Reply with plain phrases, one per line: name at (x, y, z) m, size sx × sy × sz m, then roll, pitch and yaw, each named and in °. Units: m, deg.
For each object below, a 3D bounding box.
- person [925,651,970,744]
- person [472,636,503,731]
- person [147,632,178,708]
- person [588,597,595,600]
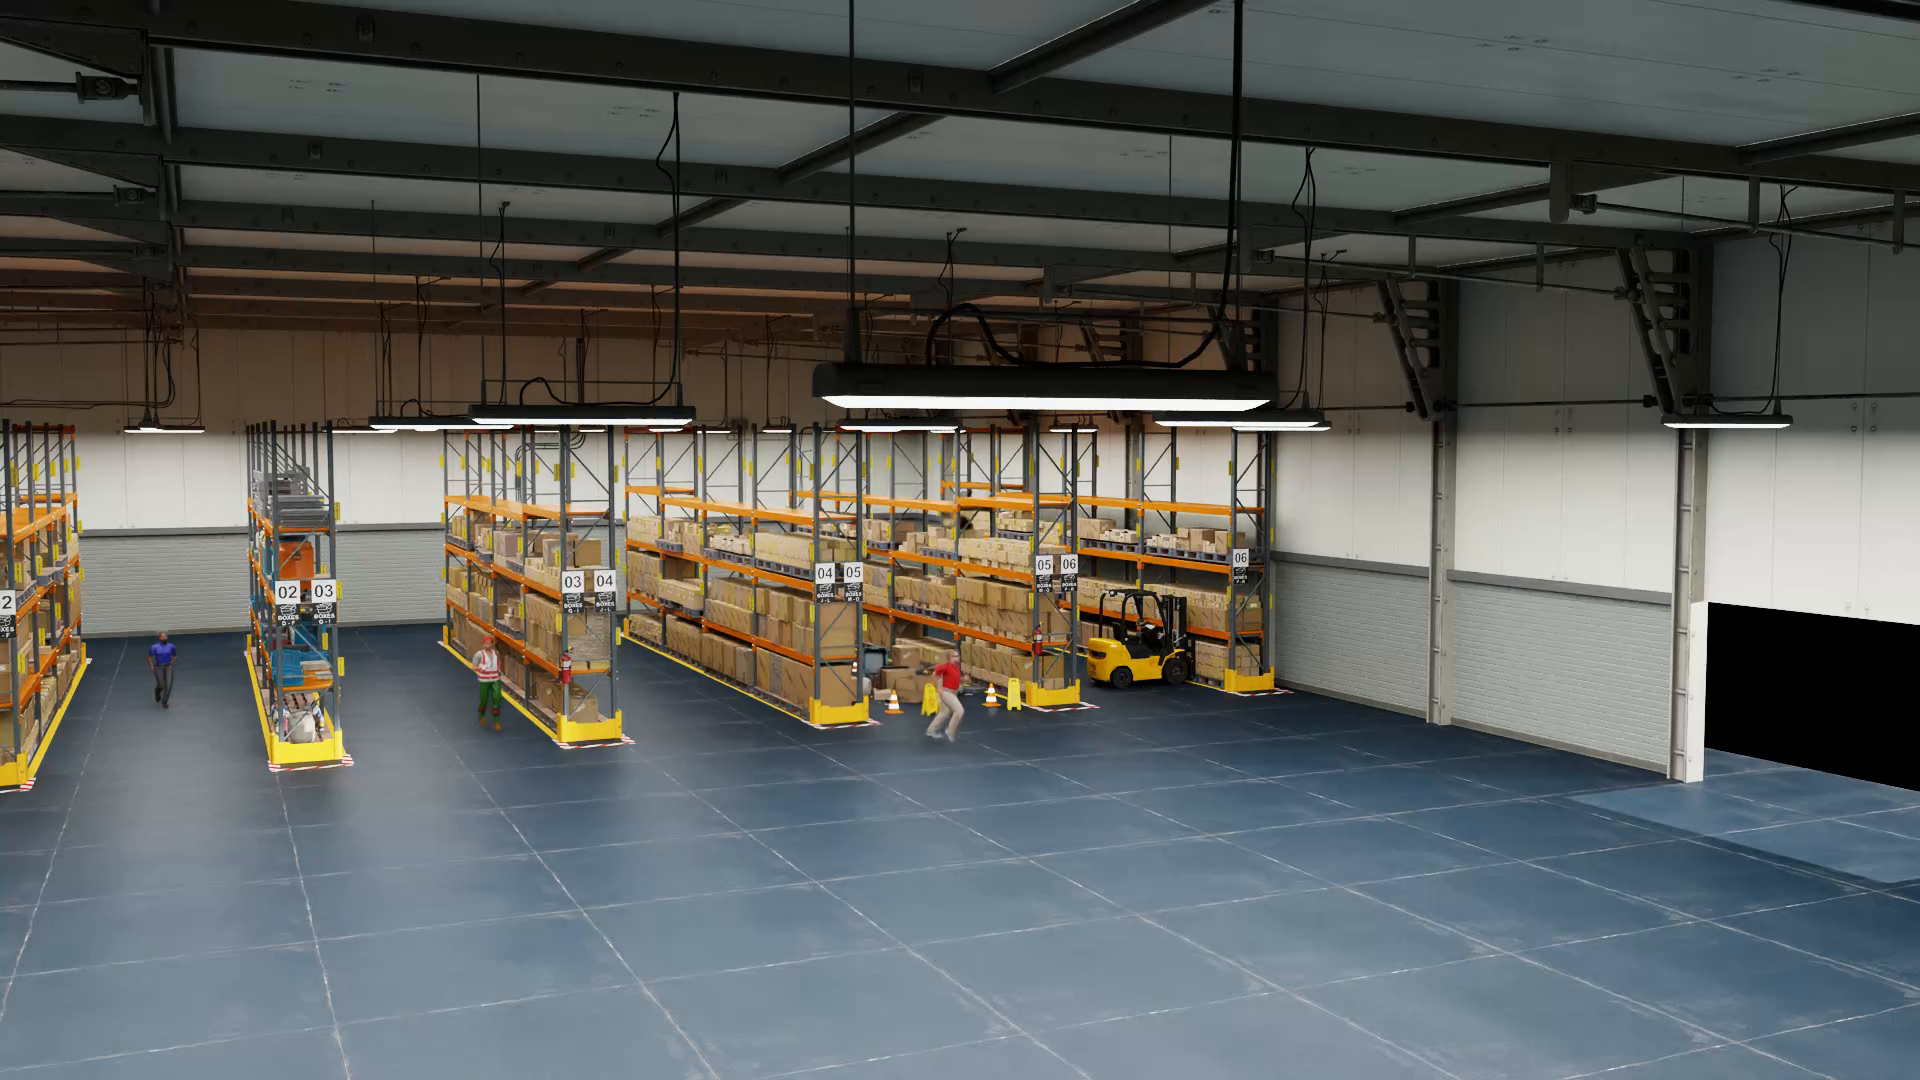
person at (-0.228, 2.945, 31.106) m, size 0.852 × 1.765 × 0.611 m, roll 1°, pitch 4°, yaw 14°
person at (-9.181, 2.766, 32.398) m, size 0.645 × 1.800 × 0.899 m, roll -2°, pitch 4°, yaw -34°
person at (-16.762, 2.736, 35.003) m, size 0.574 × 1.612 × 0.558 m, roll -3°, pitch 4°, yaw -37°
person at (-10.647, 1.994, 46.953) m, size 0.736 × 1.666 × 0.752 m, roll 0°, pitch 4°, yaw 0°
